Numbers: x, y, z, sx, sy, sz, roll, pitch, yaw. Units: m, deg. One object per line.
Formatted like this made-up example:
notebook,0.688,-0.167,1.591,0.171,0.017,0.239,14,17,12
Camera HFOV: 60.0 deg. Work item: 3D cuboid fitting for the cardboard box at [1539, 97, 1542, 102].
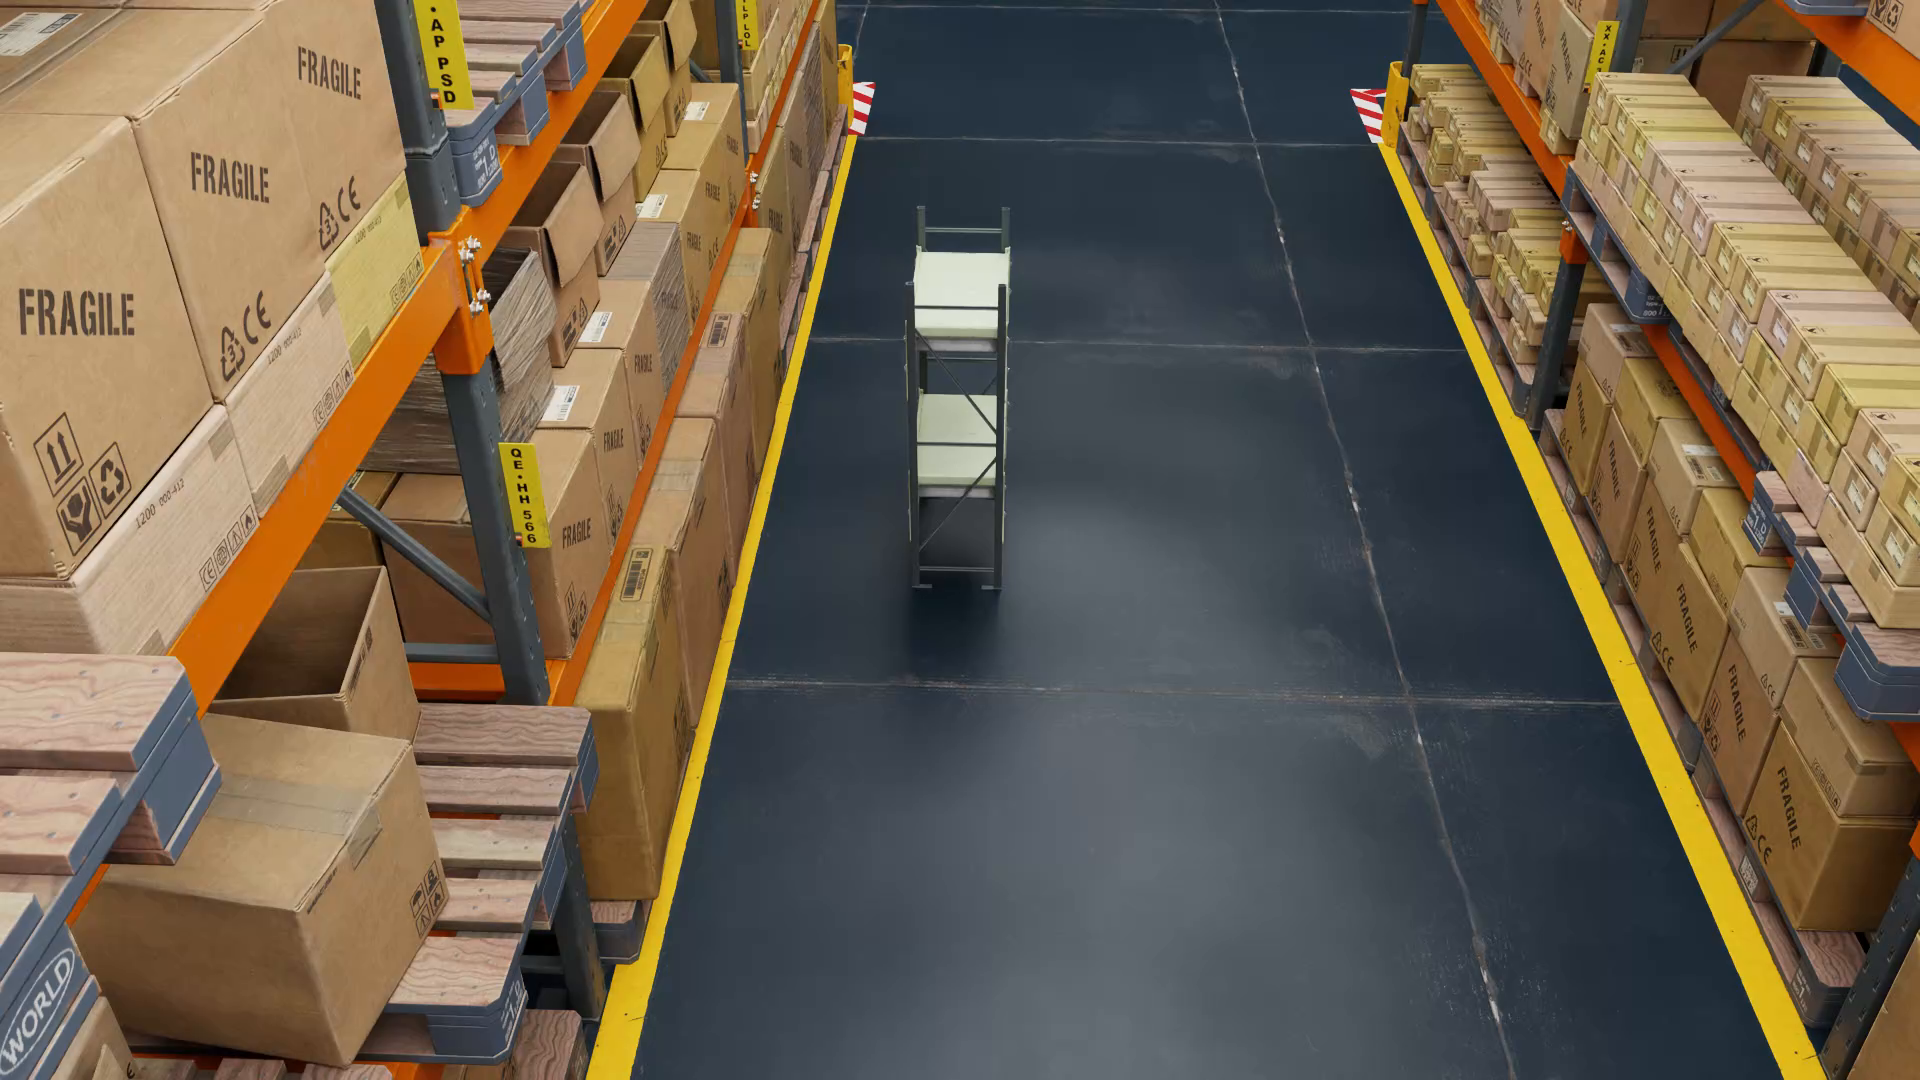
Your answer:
cardboard box,3.255,-2.322,8.663,0.380,0.149,0.250,0,35,1

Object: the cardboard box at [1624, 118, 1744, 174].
cardboard box,2.933,-1.595,6.747,0.380,0.149,0.250,2,35,2

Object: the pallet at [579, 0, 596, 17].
pallet,-1.671,-1.844,5.321,1.003,0.211,1.213,3,35,4

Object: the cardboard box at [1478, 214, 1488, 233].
cardboard box,3.243,-1.873,9.662,0.380,0.149,0.250,0,35,0

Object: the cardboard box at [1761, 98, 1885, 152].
cardboard box,3.595,-1.729,6.937,0.380,0.149,0.250,0,35,0

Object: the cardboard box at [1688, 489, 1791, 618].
cardboard box,3.077,0.055,6.219,0.500,0.250,0.500,2,35,3

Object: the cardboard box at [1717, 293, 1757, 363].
cardboard box,2.880,-0.734,5.780,0.380,0.149,0.250,2,35,3

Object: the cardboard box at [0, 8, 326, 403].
cardboard box,-1.465,-0.578,2.834,0.500,0.500,0.500,1,35,2

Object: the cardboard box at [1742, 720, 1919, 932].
cardboard box,3.031,0.959,5.585,0.500,0.500,0.500,1,35,2

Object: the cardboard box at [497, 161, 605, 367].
cardboard box,-1.612,-0.926,5.499,0.797,0.503,0.637,2,35,3

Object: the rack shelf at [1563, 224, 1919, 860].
rack shelf,3.346,-0.362,6.283,1.077,0.370,4.000,1,35,2

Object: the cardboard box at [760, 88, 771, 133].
cardboard box,-1.171,-2.189,8.474,0.380,0.149,0.250,0,35,0

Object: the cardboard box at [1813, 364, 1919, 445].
cardboard box,2.850,-0.407,5.056,0.380,0.149,0.250,2,35,3

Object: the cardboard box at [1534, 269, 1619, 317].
cardboard box,3.181,-1.265,8.538,0.380,0.149,0.250,2,35,3

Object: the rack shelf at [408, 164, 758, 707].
rack shelf,-1.606,-0.535,6.528,1.077,0.370,4.000,1,35,2

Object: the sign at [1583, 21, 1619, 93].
sign,2.884,-2.168,7.473,0.100,0.325,0.005,1,35,2

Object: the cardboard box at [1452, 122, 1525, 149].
cardboard box,3.250,-2.453,10.228,0.380,0.149,0.250,3,35,4

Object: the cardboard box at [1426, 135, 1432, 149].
cardboard box,3.317,-2.663,11.045,0.380,0.149,0.250,1,35,2

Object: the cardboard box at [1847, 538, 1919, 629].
cardboard box,2.826,0.129,4.811,0.380,0.149,0.250,2,35,3

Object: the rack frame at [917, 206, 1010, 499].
rack frame,0.014,-0.820,7.612,0.400,1.500,0.023,1,35,2

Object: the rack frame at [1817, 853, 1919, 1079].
rack frame,3.266,0.492,4.441,1.000,3.000,0.127,1,35,2

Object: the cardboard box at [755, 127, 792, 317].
cardboard box,-1.419,-1.658,8.983,0.875,0.875,0.875,1,35,2

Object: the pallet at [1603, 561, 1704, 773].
pallet,3.350,0.485,6.876,1.003,0.211,1.213,1,35,2

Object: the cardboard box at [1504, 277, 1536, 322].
cardboard box,3.120,-1.277,8.814,0.380,0.149,0.250,0,35,0

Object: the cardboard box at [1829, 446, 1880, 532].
cardboard box,2.840,-0.146,4.944,0.380,0.149,0.250,3,35,4

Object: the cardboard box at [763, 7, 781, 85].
cardboard box,-1.220,-2.588,8.696,0.500,0.250,0.500,1,35,2

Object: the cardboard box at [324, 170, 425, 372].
cardboard box,-1.460,-0.567,3.470,0.500,0.250,0.500,1,35,2

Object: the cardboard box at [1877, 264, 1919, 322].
cardboard box,3.543,-0.867,5.969,0.380,0.149,0.250,3,35,4

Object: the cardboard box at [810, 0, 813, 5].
cardboard box,-1.090,-3.375,10.162,0.380,0.149,0.250,1,35,1

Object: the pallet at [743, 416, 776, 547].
pallet,-1.481,-0.392,8.125,1.003,0.211,1.213,1,35,2

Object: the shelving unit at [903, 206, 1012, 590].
shelving unit,0.000,-0.610,7.313,0.431,1.500,0.755,1,35,2

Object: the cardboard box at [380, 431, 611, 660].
cardboard box,-1.395,0.006,5.046,0.500,0.500,0.500,2,35,3

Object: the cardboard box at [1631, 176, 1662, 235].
cardboard box,2.923,-1.334,6.634,0.380,0.149,0.250,0,35,0

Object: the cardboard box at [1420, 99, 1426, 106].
cardboard box,3.309,-2.936,11.174,0.380,0.149,0.250,3,35,4

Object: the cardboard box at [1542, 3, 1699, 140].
cardboard box,3.164,-2.253,8.001,0.500,0.500,0.500,1,35,2

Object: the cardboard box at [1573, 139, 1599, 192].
cardboard box,2.951,-1.659,7.355,0.380,0.149,0.250,0,35,0

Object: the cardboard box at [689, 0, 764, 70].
cardboard box,-1.251,-2.615,8.081,0.500,0.500,0.500,1,35,2

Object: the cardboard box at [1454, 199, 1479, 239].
cardboard box,3.197,-1.927,9.997,0.380,0.149,0.250,1,35,2

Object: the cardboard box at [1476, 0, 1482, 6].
cardboard box,3.265,-3.426,9.670,0.500,0.500,0.500,2,35,3

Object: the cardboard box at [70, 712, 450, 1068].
cardboard box,-1.590,0.741,3.634,0.700,0.500,0.500,6,36,9

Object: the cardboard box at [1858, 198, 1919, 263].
cardboard box,3.552,-1.134,6.091,0.380,0.149,0.250,0,35,0

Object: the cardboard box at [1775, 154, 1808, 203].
cardboard box,3.585,-1.469,6.827,0.380,0.149,0.250,3,35,4

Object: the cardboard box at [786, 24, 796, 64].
cardboard box,-1.130,-2.783,9.319,0.380,0.149,0.250,2,35,2

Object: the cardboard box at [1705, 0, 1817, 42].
cardboard box,3.688,-2.631,7.670,0.500,0.500,0.500,2,35,3

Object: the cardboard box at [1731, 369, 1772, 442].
cardboard box,2.871,-0.459,5.647,0.380,0.149,0.250,0,35,0

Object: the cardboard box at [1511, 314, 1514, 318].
cardboard box,3.196,-1.192,8.951,0.380,0.149,0.250,2,35,3

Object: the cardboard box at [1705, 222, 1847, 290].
cardboard box,2.893,-1.005,5.907,0.380,0.149,0.250,2,35,3

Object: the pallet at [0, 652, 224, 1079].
pallet,-1.677,0.519,1.957,1.213,0.211,1.003,1,35,2

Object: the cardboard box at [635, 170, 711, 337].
cardboard box,-1.312,-1.160,6.705,0.500,0.500,0.500,1,35,1

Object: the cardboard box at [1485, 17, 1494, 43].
cardboard box,3.235,-2.925,9.522,0.380,0.149,0.250,3,35,4

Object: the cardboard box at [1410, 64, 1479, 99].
cardboard box,3.227,-3.060,11.091,0.380,0.149,0.250,0,35,0

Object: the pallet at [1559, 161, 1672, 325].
pallet,3.250,-1.292,7.146,1.003,0.211,1.213,1,35,2

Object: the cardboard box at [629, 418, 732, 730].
cardboard box,-1.594,0.109,6.468,1.225,0.875,0.875,1,35,2

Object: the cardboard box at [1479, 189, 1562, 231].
cardboard box,3.161,-1.861,9.386,0.380,0.149,0.250,0,35,0

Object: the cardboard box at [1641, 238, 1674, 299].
cardboard box,2.911,-1.066,6.511,0.380,0.149,0.250,0,35,0

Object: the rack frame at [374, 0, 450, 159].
rack frame,-1.686,-2.135,2.961,1.000,3.000,0.127,1,35,2

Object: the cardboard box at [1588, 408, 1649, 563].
cardboard box,3.112,-0.232,7.281,0.500,0.500,0.500,3,35,4
